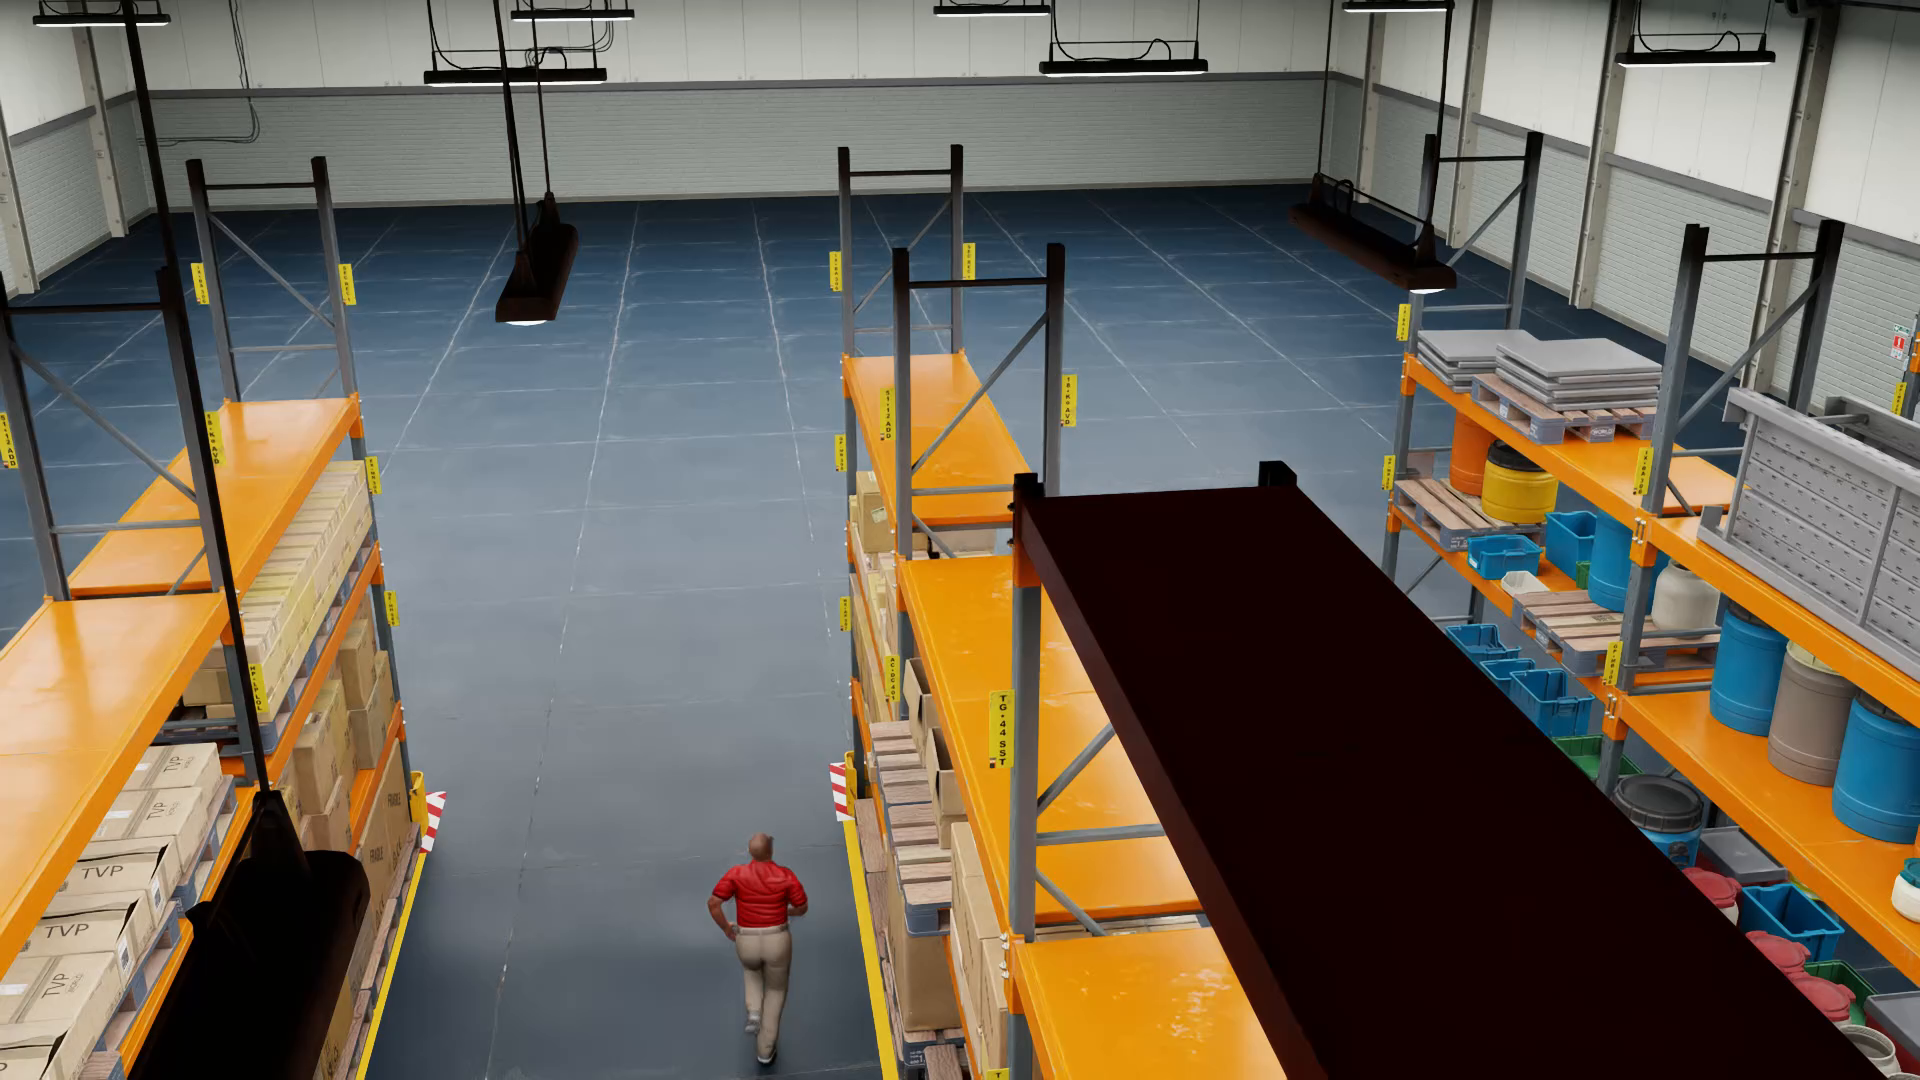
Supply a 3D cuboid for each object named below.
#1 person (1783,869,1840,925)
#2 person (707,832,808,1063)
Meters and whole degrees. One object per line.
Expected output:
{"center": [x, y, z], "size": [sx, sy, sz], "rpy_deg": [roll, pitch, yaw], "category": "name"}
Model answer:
{"center": [6.460, 2.634, 12.641], "size": [0.629, 1.736, 0.700], "rpy_deg": [-2, 22, -6], "category": "person"}
{"center": [-1.449, 2.917, 12.057], "size": [0.706, 1.642, 0.735], "rpy_deg": [0, 22, 0], "category": "person"}
